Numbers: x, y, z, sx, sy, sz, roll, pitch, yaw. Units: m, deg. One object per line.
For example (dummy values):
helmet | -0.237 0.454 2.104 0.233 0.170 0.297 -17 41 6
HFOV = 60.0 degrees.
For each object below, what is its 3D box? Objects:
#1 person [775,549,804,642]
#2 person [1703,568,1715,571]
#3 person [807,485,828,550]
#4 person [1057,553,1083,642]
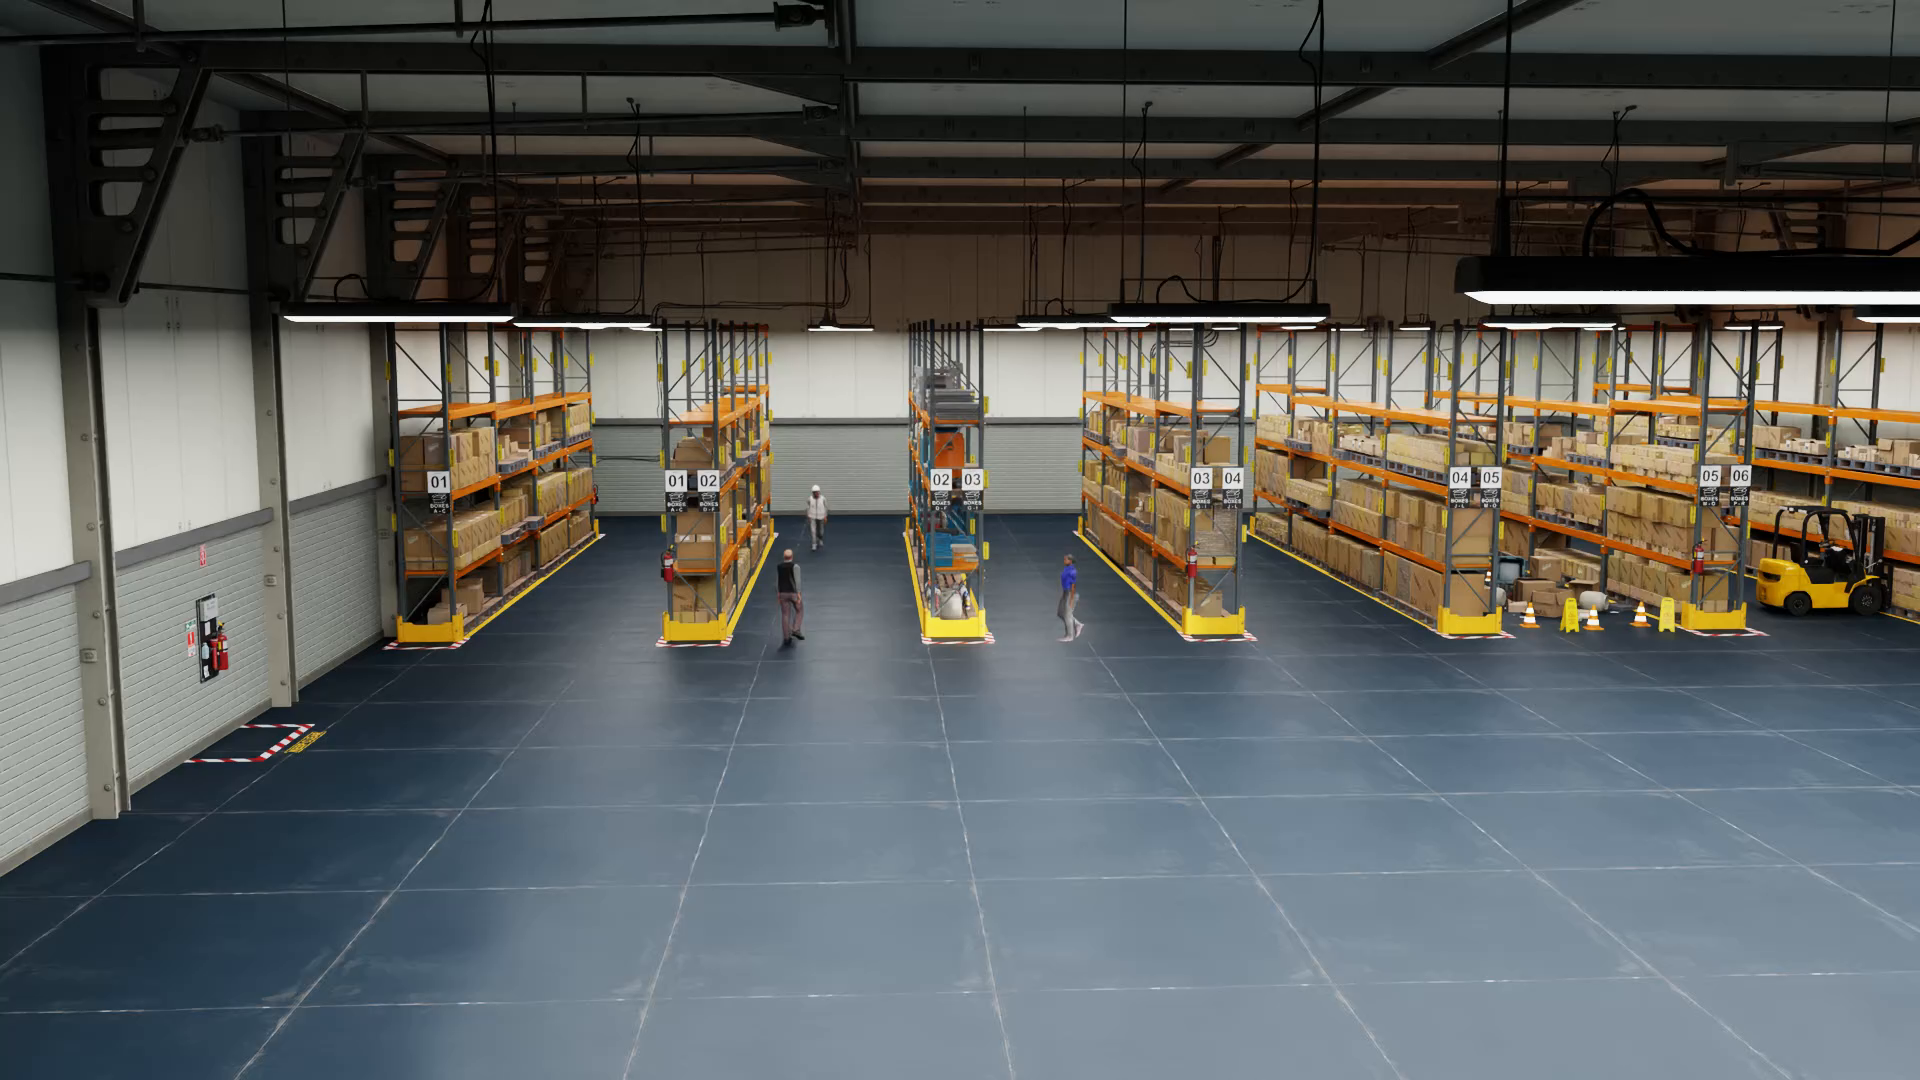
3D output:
person | -3.204 1.036 31.046 0.549 1.707 0.540 1 7 9
person | 16.441 0.376 36.558 0.623 1.689 0.803 -2 7 -15
person | -3.807 -0.616 44.345 0.547 1.732 0.948 -1 7 -6
person | 2.080 1.067 31.038 0.544 1.631 0.473 -2 7 -17
